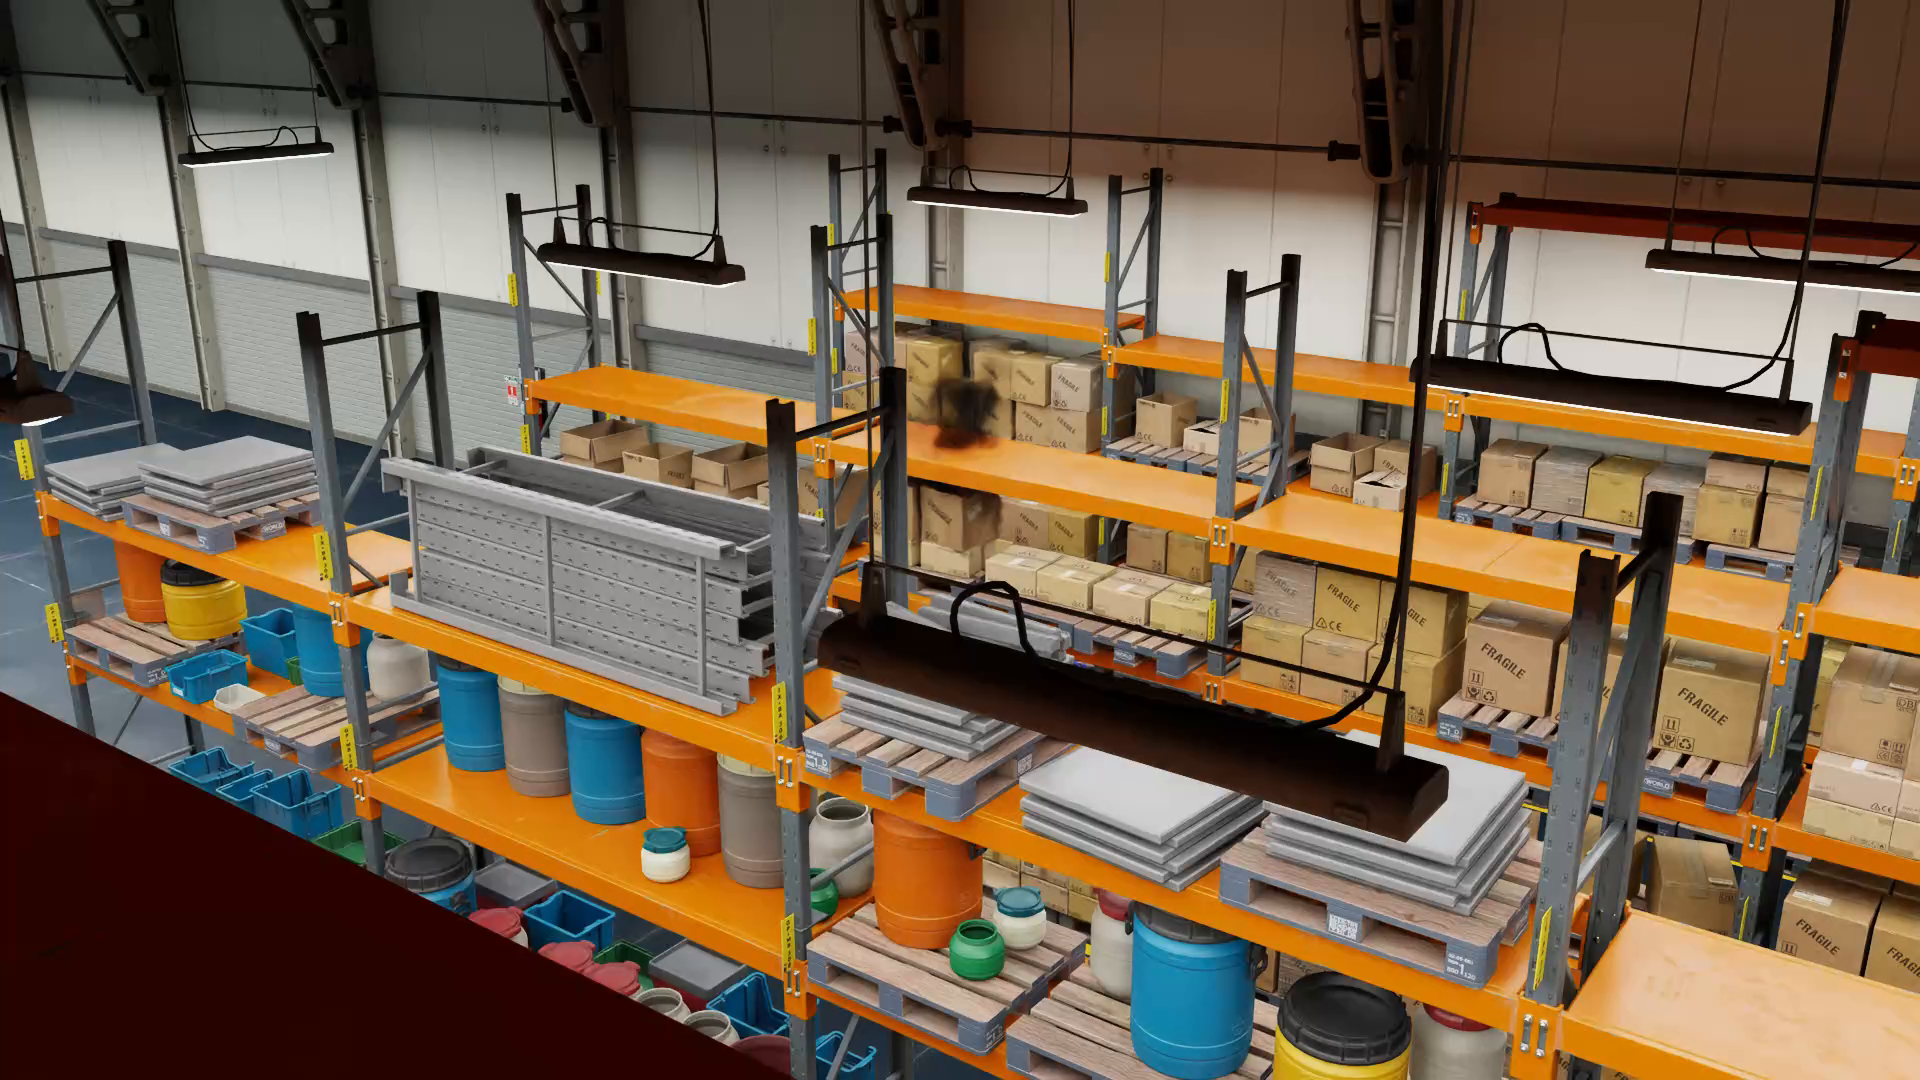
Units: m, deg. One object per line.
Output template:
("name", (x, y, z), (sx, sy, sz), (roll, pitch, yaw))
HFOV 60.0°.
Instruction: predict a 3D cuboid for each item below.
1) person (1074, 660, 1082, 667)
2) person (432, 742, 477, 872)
("person", (0.948, 1.717, 17.195), (0.910, 1.658, 0.570), (12, 22, 32))
("person", (-4.646, 2.453, 15.066), (0.541, 1.658, 0.615), (11, 21, 29))
